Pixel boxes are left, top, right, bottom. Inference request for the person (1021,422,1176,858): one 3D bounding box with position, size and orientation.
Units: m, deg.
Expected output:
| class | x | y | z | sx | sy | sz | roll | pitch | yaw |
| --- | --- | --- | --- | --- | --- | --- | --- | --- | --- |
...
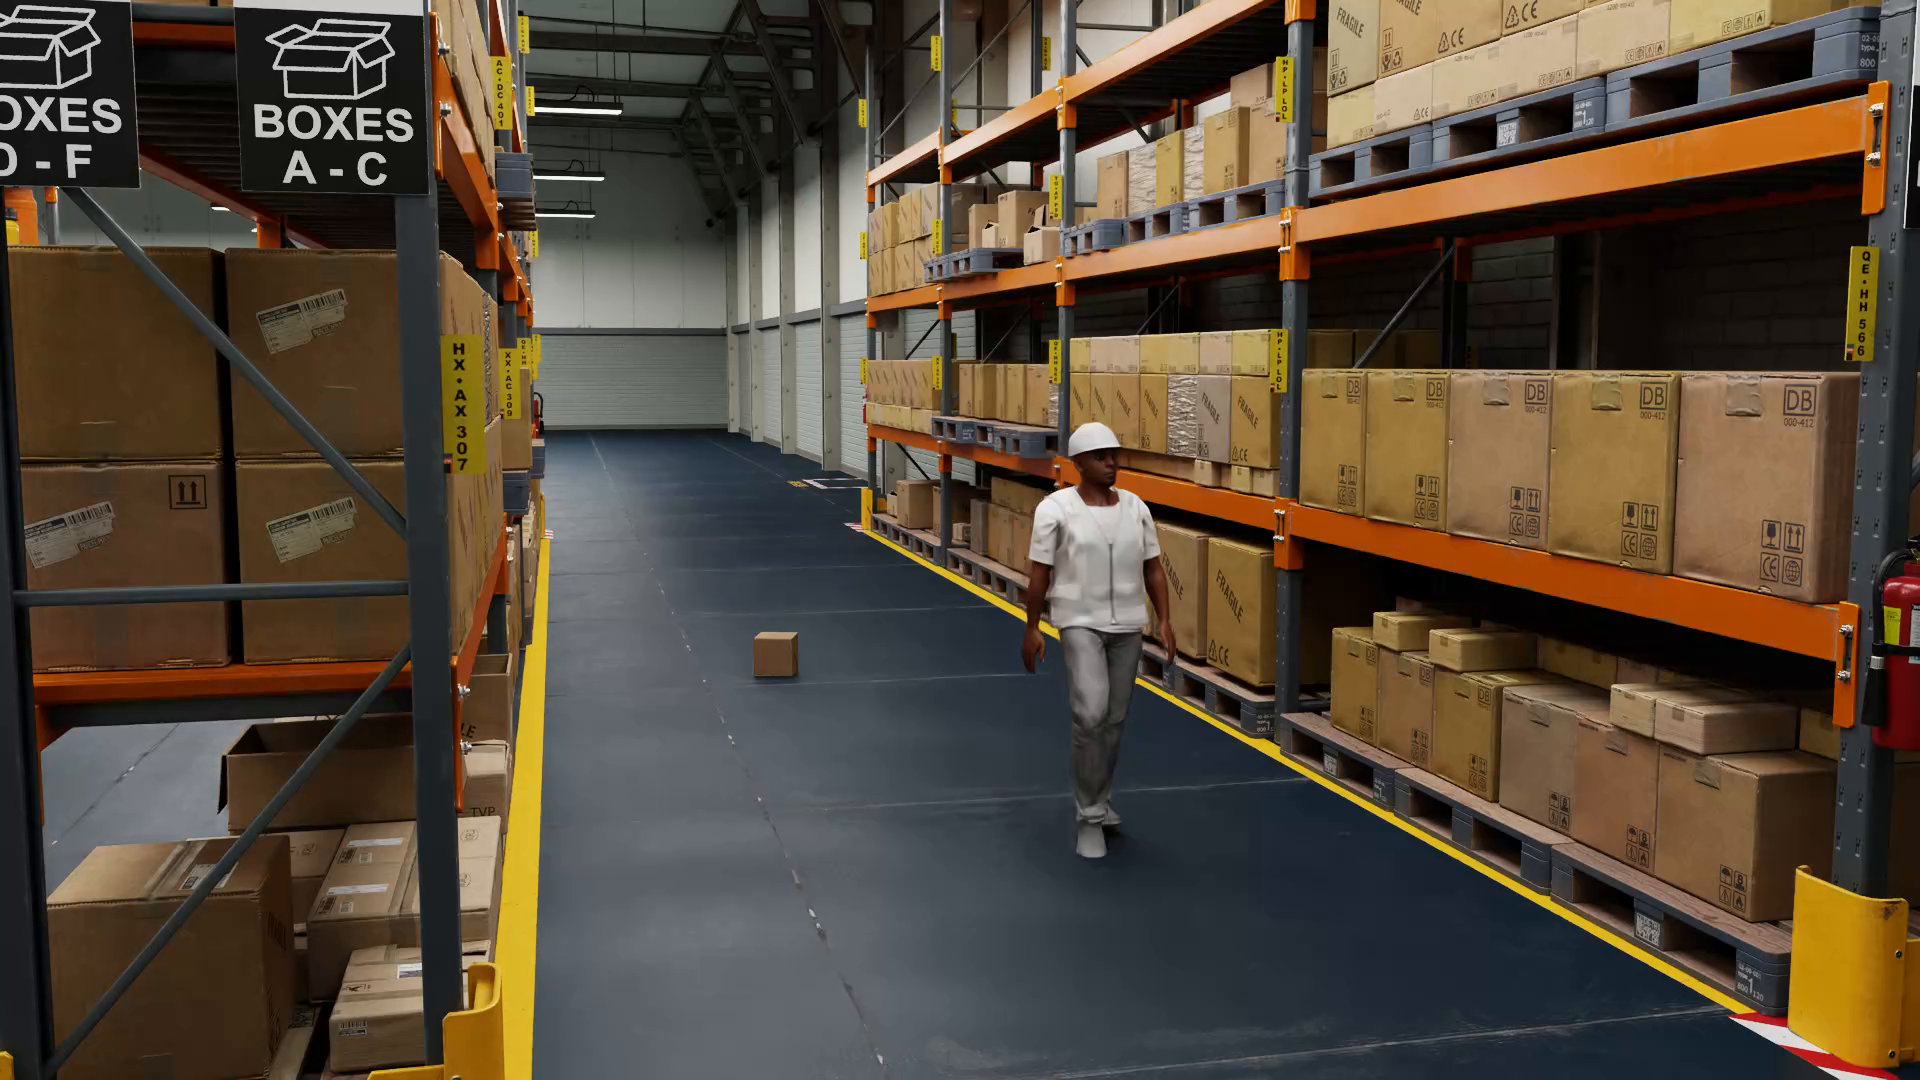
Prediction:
| class | x | y | z | sx | sy | sz | roll | pitch | yaw |
| --- | --- | --- | --- | --- | --- | --- | --- | --- | --- |
| person | 0.606 | 0.422 | 7.062 | 0.613 | 1.834 | 0.574 | -2 | 6 | -19 |
